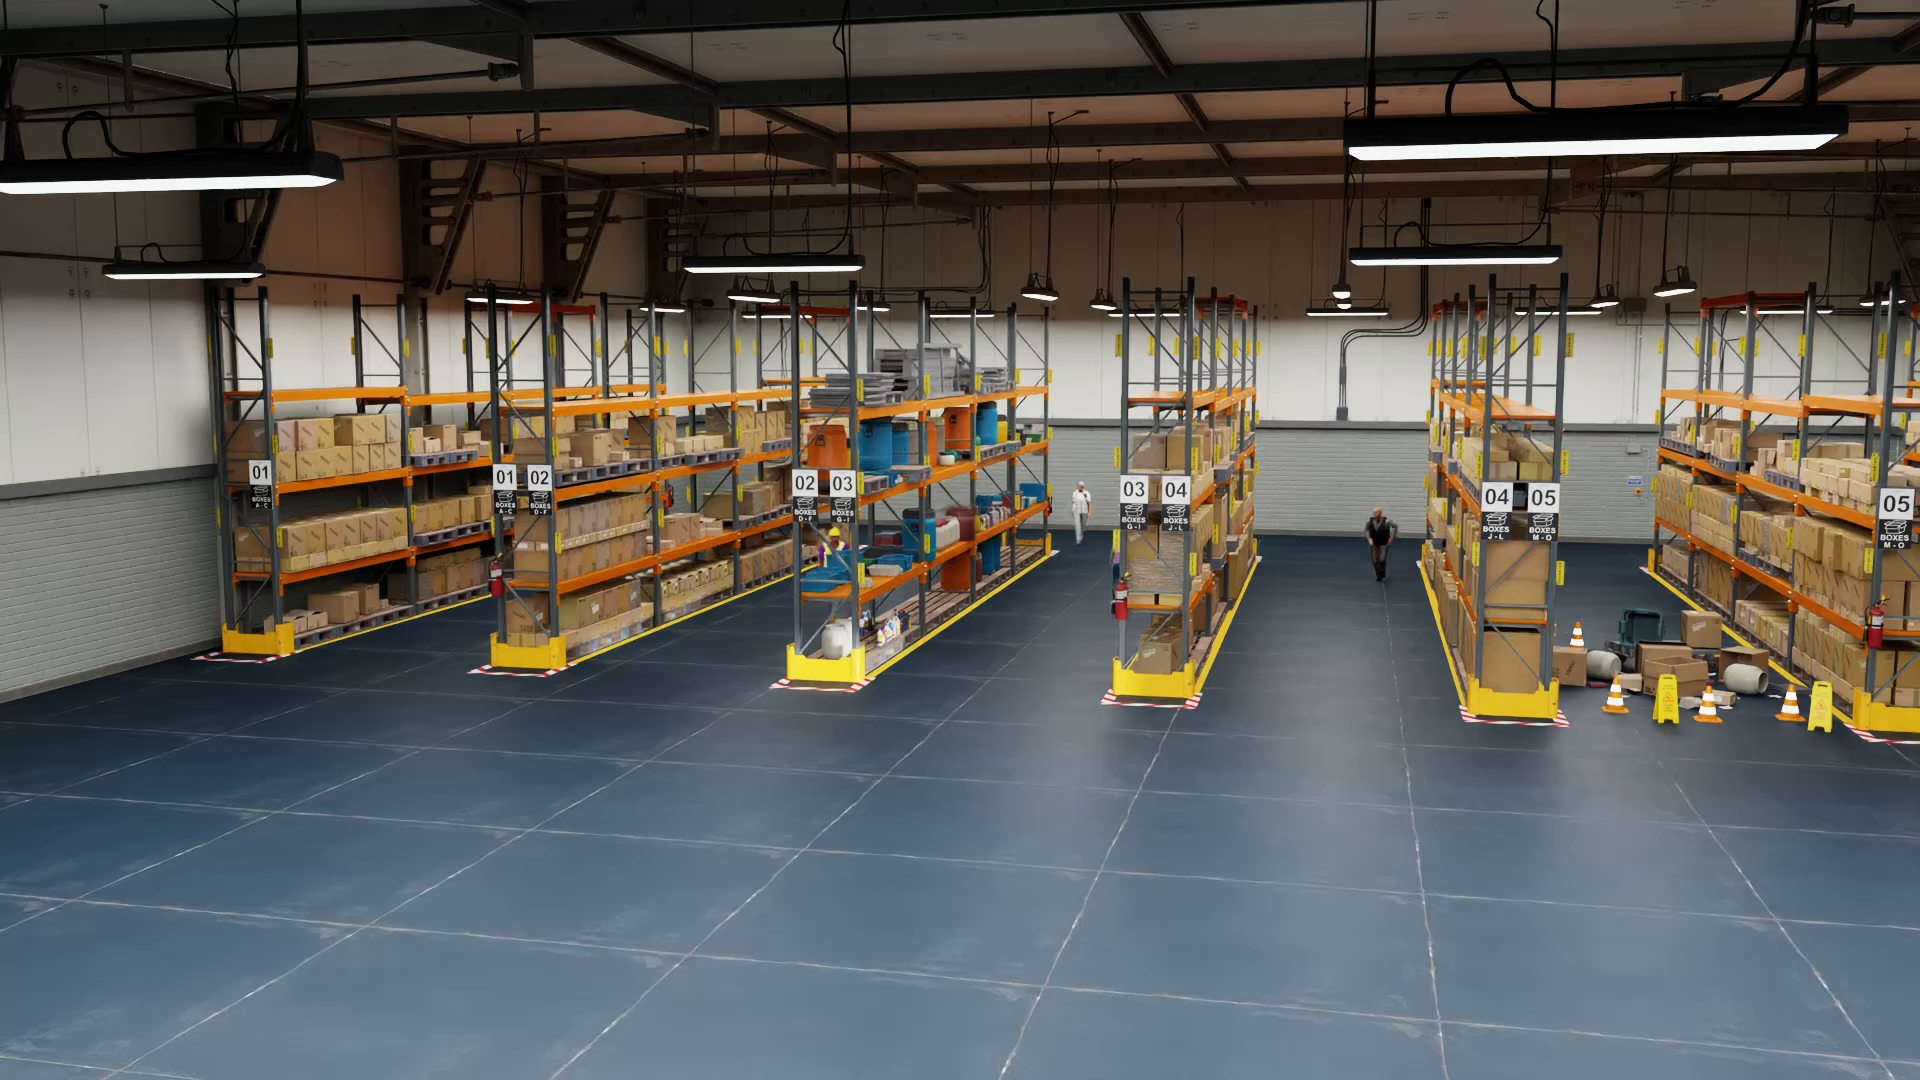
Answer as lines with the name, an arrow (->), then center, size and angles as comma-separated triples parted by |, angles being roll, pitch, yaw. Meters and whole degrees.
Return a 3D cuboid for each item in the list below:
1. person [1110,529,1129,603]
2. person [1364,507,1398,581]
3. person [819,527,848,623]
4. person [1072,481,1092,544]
person -> 3.205, 0.480, 32.648 | 0.483, 1.578, 0.538 | 0, 7, -4
person -> 9.062, 0.086, 35.805 | 0.706, 1.626, 0.700 | 3, 7, 23
person -> -2.326, 0.623, 30.620 | 0.562, 1.710, 0.974 | 0, 7, 4
person -> 3.133, -0.720, 42.777 | 0.486, 1.594, 1.063 | -1, 7, -7
